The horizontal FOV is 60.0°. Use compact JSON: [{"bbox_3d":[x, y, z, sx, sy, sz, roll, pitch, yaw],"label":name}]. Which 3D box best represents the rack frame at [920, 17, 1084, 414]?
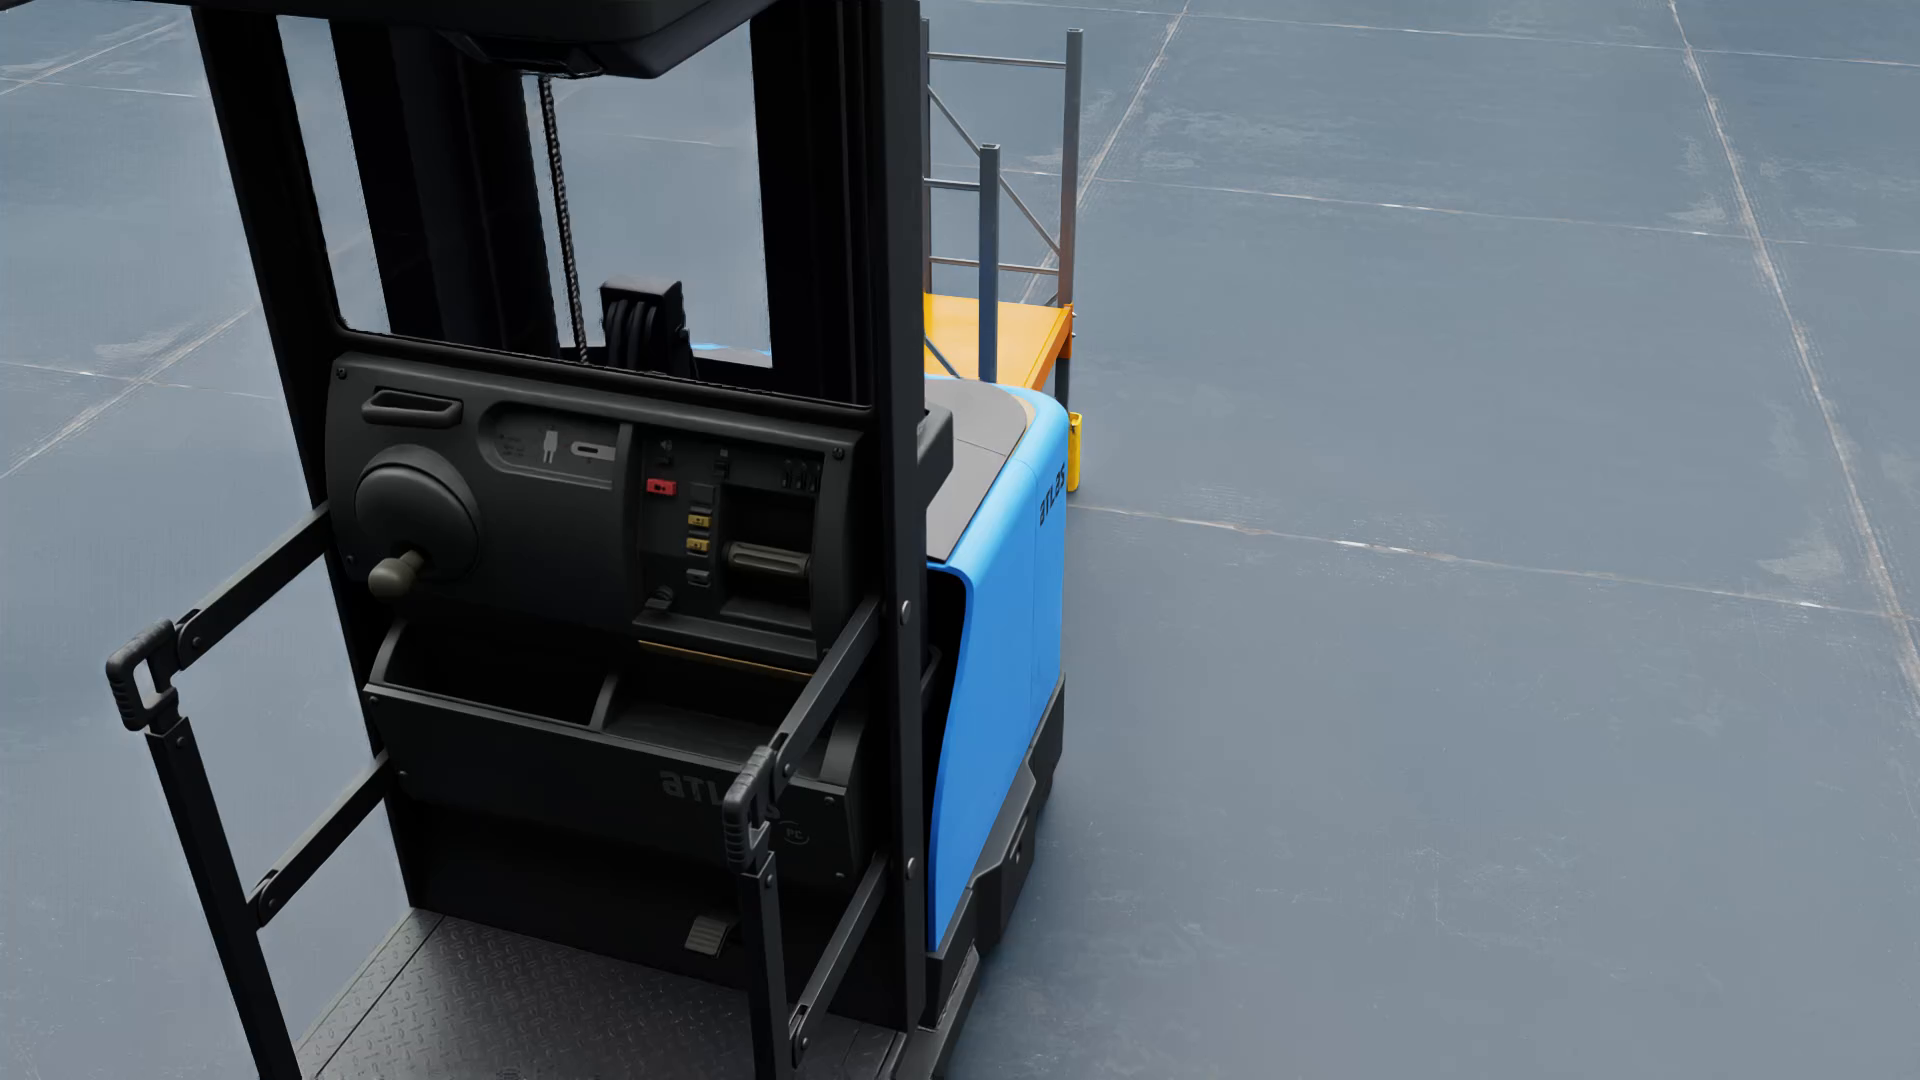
[{"bbox_3d":[0.107,-0.852,5.193,0.500,1.500,0.032,8,33,12],"label":"rack frame"}]

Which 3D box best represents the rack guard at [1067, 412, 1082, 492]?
[{"bbox_3d":[0.107,-0.324,5.527,0.587,0.250,0.087,8,33,12],"label":"rack guard"}]

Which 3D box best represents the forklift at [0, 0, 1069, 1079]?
[{"bbox_3d":[-0.674,0.007,2.508,1.130,2.935,3.031,10,34,15],"label":"forklift"}]

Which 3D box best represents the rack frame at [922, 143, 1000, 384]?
[{"bbox_3d":[-0.151,-0.325,4.363,0.500,1.500,0.032,8,33,12],"label":"rack frame"}]

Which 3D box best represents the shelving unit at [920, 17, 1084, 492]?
[{"bbox_3d":[-0.019,-0.593,4.785,0.587,1.500,1.083,8,33,12],"label":"shelving unit"}]

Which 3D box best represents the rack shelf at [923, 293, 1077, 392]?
[{"bbox_3d":[-0.022,-0.437,4.874,0.538,0.185,1.000,8,33,12],"label":"rack shelf"}]
